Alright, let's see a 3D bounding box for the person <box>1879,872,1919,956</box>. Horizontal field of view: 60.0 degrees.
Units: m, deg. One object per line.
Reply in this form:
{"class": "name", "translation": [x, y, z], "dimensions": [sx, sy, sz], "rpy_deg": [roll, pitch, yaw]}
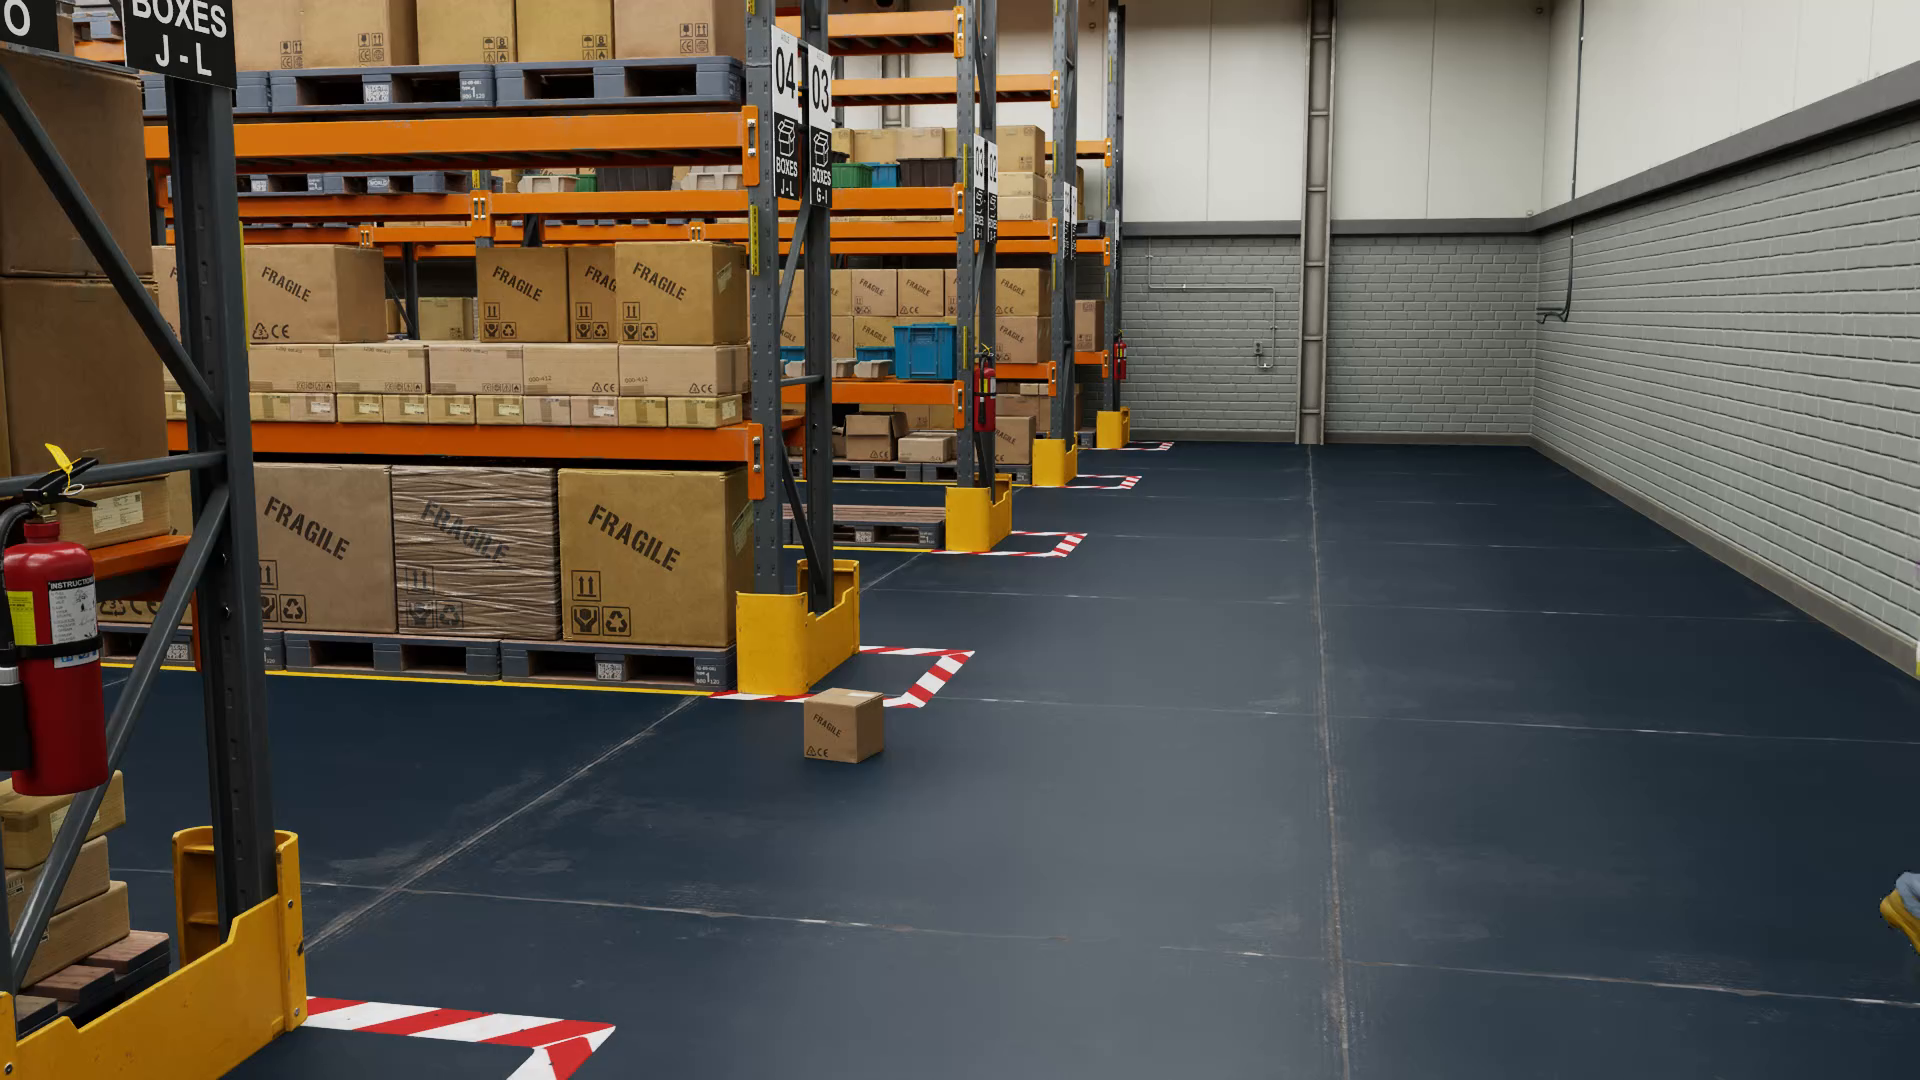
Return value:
{"class": "person", "translation": [2.935, 0.391, 4.342], "dimensions": [0.806, 1.743, 0.585], "rpy_deg": [7, 11, 41]}
